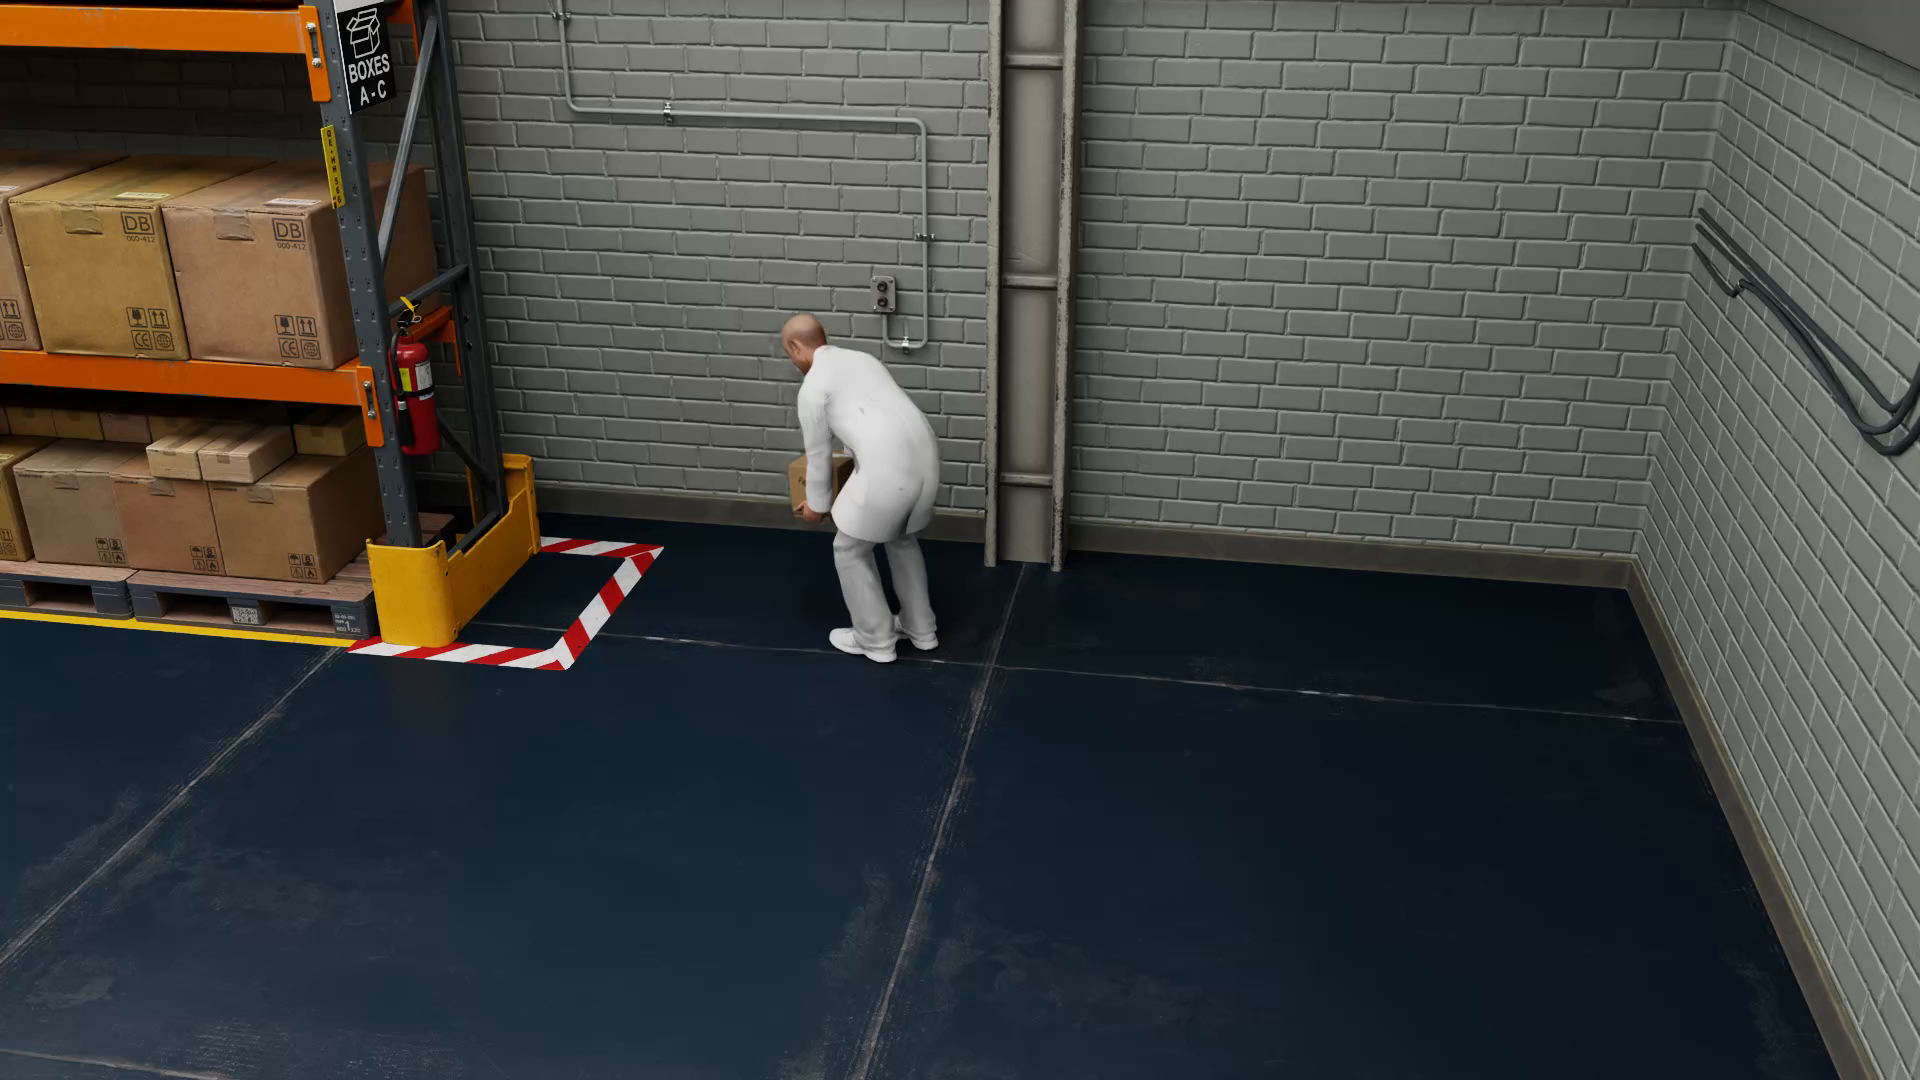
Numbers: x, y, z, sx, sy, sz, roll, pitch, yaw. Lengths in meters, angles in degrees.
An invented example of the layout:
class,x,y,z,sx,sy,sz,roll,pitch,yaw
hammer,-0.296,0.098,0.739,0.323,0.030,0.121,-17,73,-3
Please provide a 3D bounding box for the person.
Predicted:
class,x,y,z,sx,sy,sz,roll,pitch,yaw
person,-0.443,-0.238,7.475,0.806,1.508,0.524,20,31,37
